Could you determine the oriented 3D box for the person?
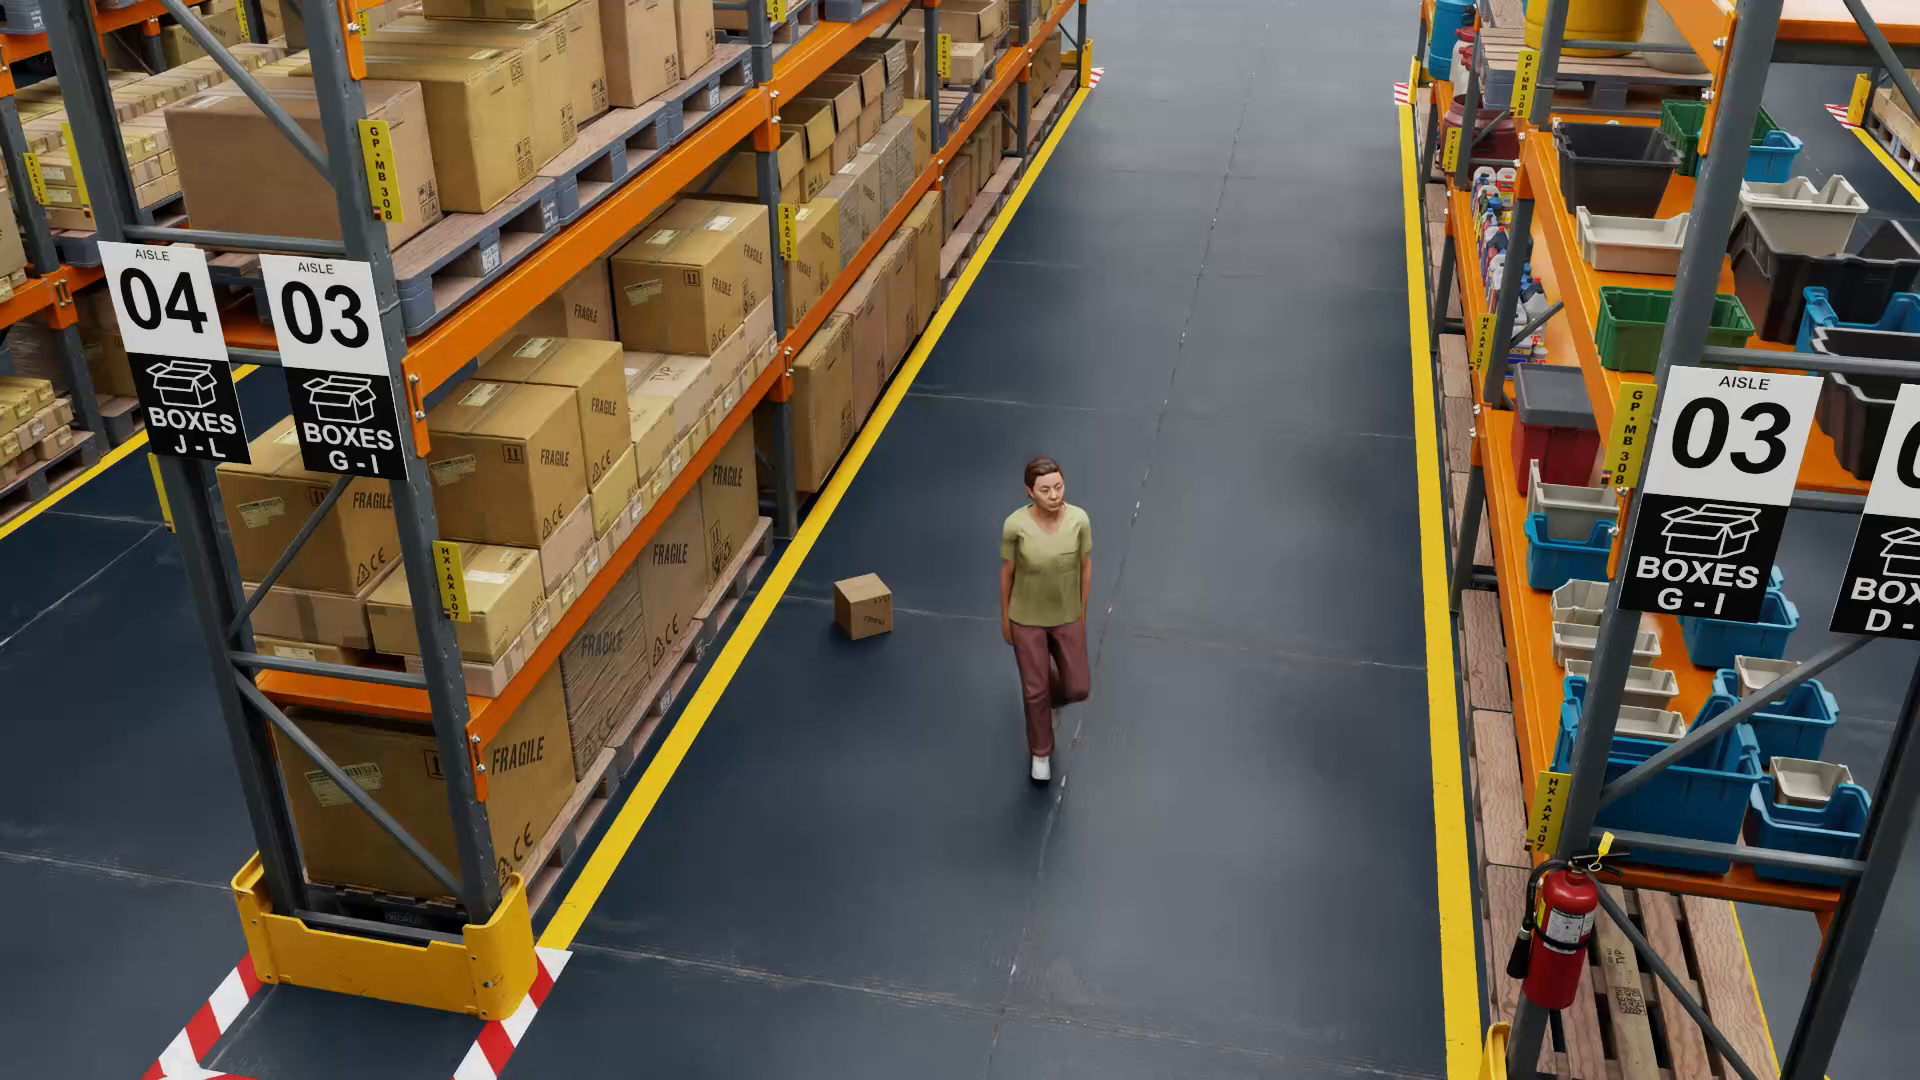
[{"bbox_3d":[0.403,0.338,7.965,0.445,1.652,0.565,-4,29,-6],"label":"person"}]
